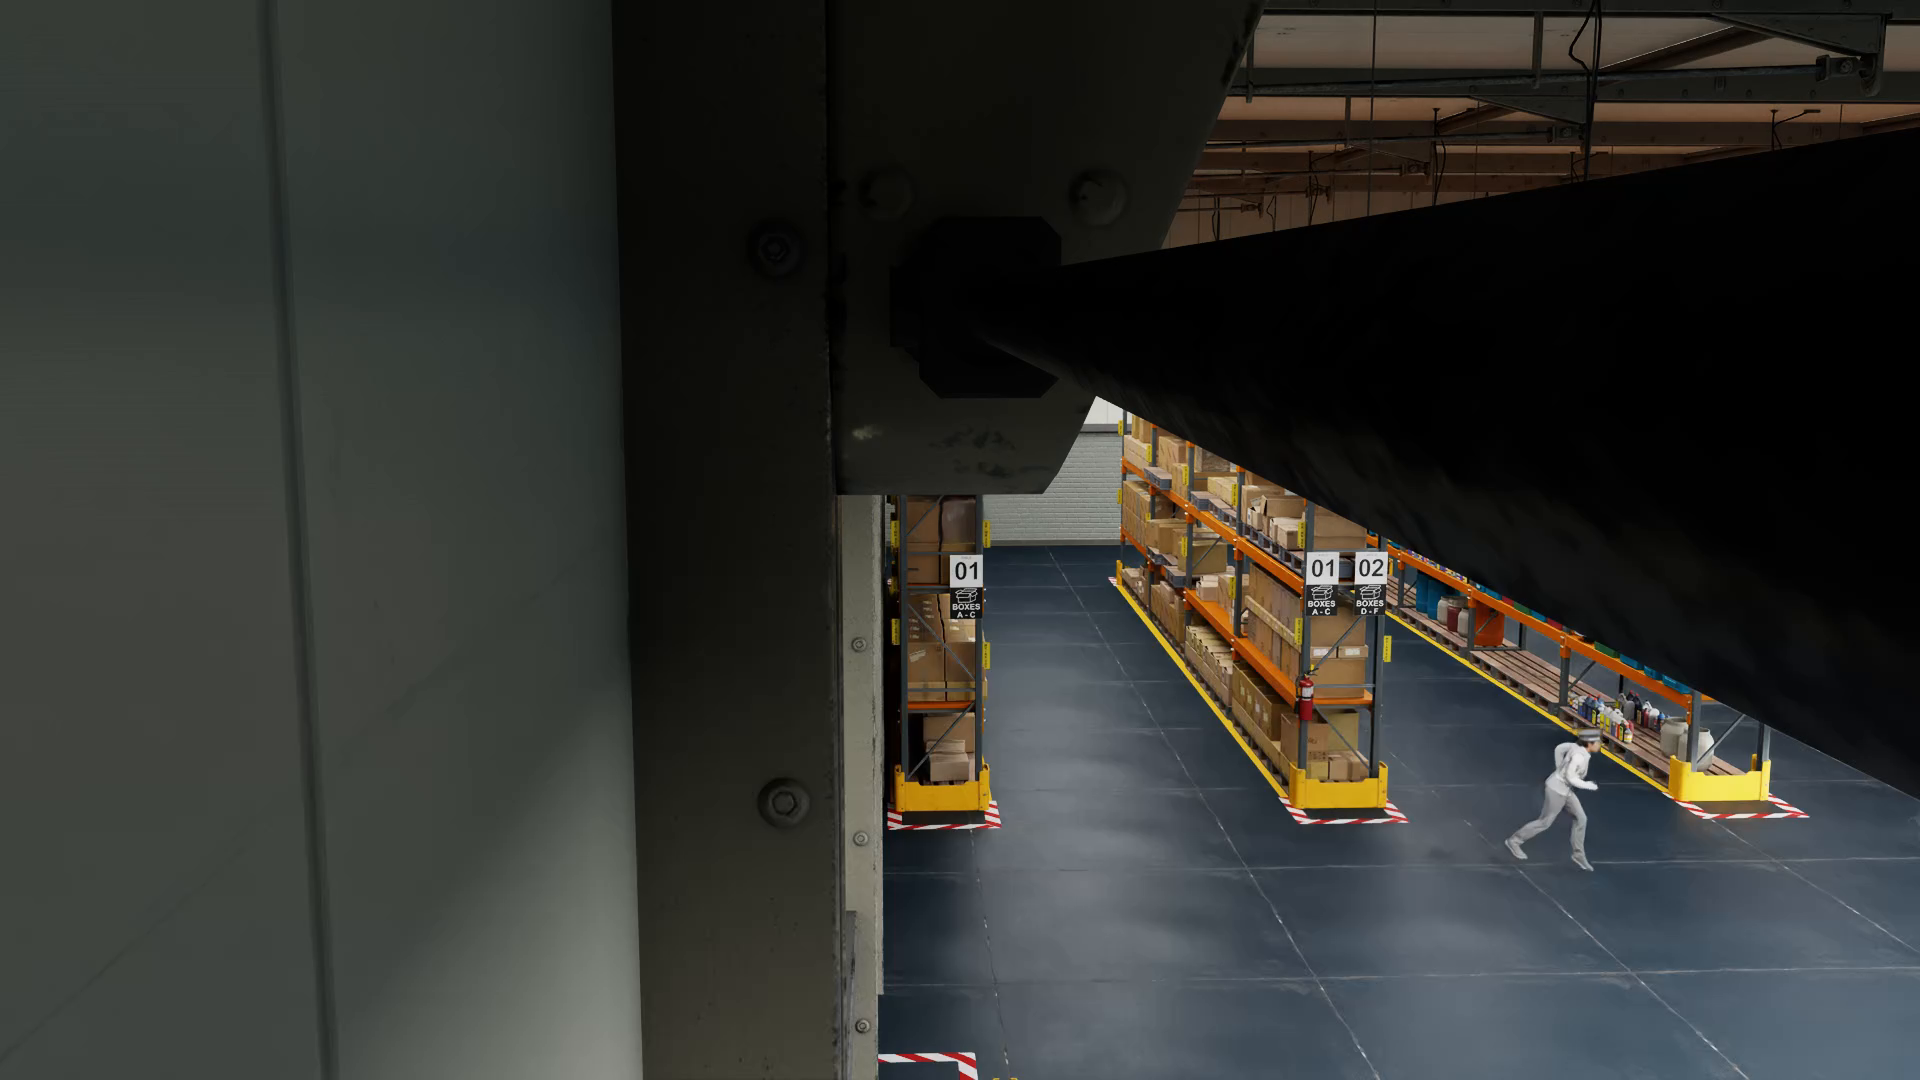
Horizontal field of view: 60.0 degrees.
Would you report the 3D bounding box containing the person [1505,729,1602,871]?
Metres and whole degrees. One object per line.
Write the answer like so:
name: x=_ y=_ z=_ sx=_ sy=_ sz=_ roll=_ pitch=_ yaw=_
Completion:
person: x=6.587 y=2.863 z=18.479 sx=0.963 sy=1.623 sz=0.656 roll=3 pitch=9 yaw=17
